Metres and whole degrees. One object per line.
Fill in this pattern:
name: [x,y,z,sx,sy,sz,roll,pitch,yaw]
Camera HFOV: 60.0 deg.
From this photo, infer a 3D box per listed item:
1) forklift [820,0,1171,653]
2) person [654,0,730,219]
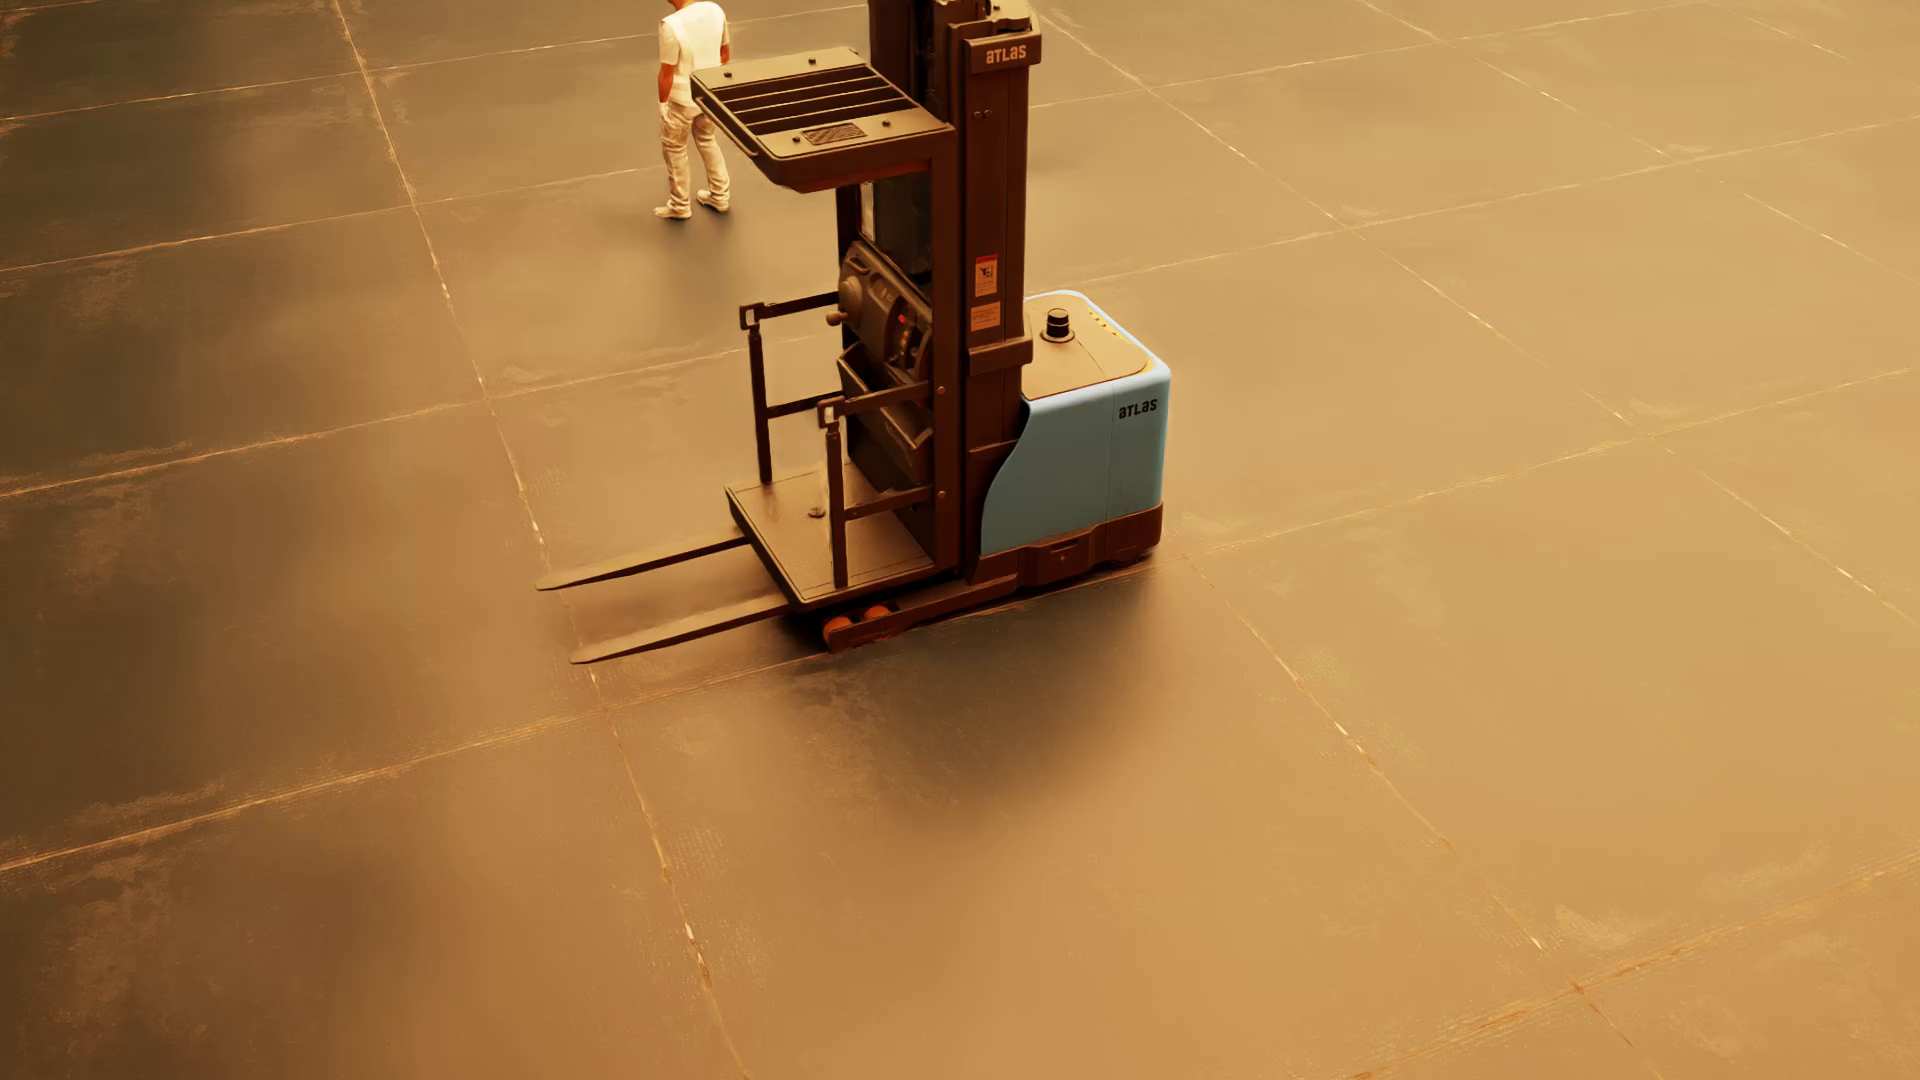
forklift: [-0.530,-1.013,7.524,3.031,2.935,1.130,-16,38,-21]
person: [-1.878,-3.061,11.449,0.507,1.767,0.648,26,43,32]
